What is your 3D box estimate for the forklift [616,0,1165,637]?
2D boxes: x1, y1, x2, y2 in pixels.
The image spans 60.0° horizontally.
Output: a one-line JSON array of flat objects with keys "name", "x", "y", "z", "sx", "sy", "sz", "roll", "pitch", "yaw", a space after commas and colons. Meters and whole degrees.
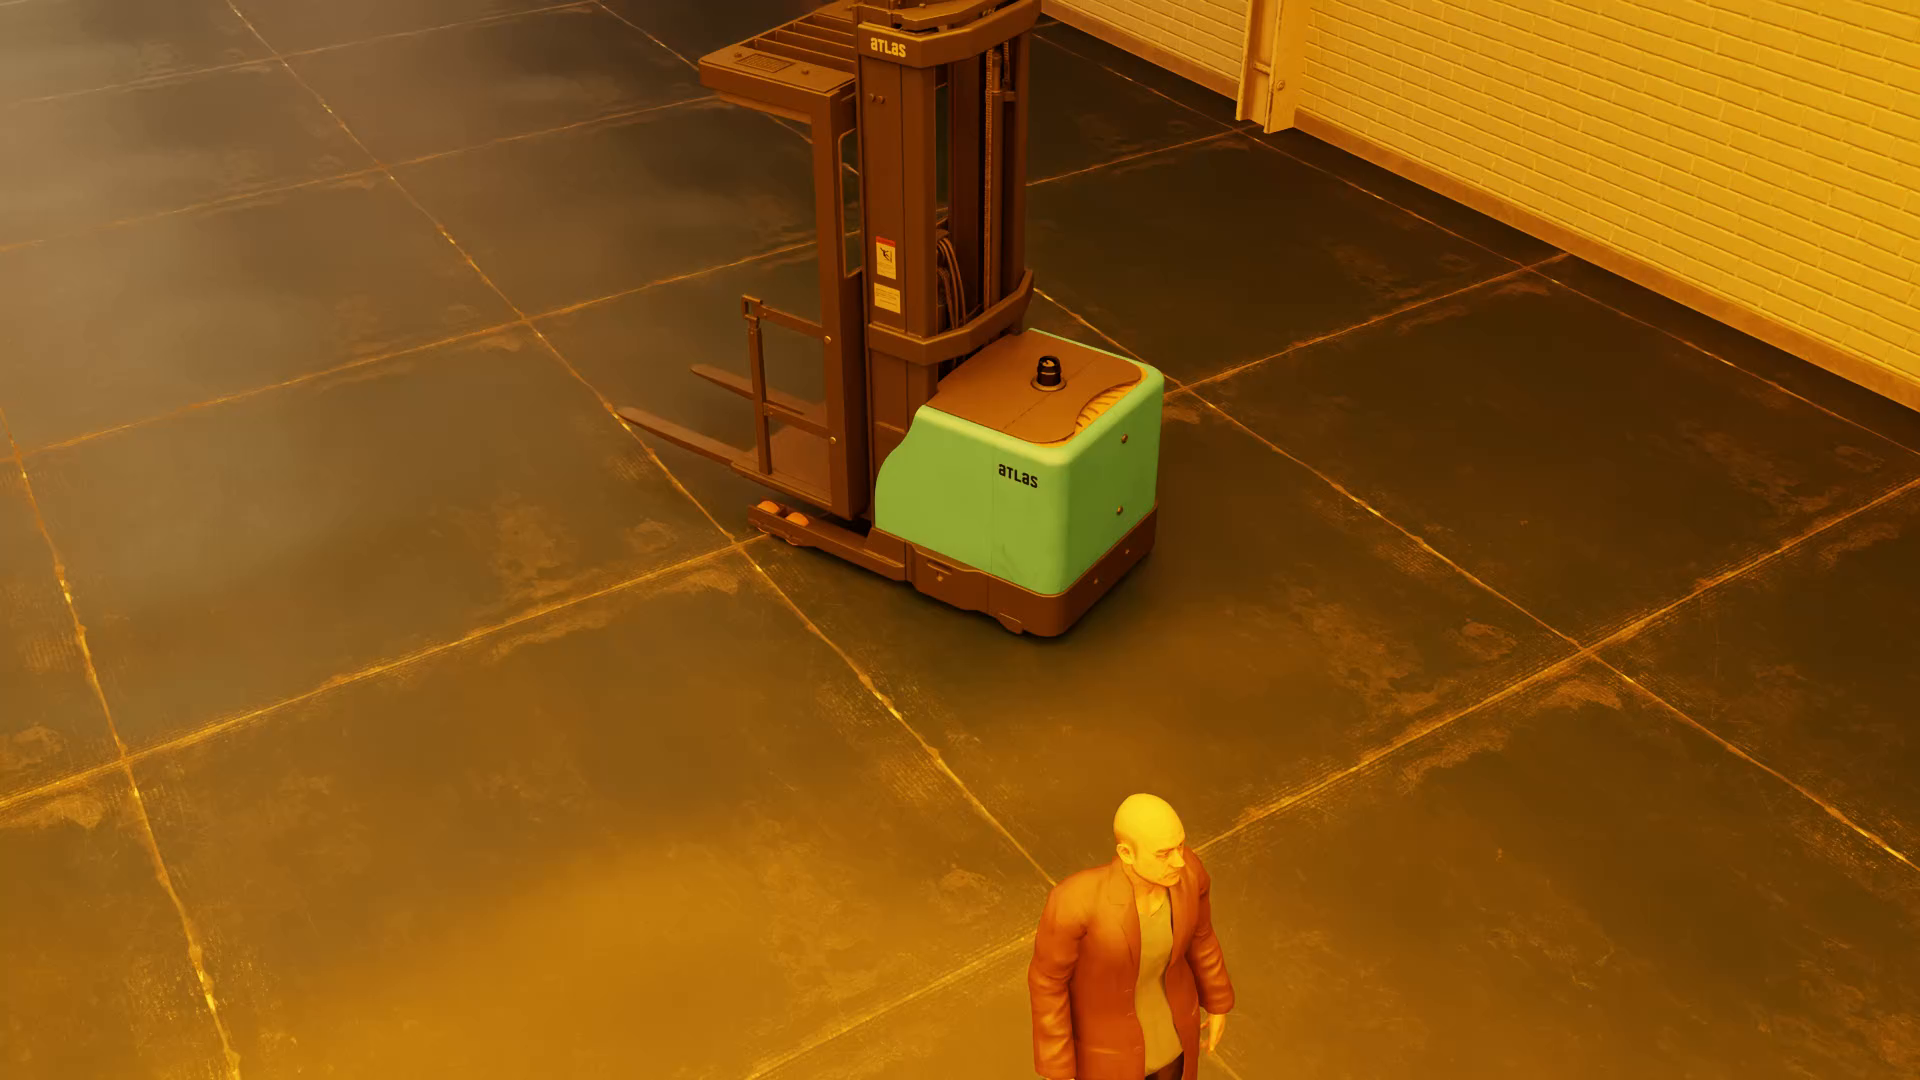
[{"name": "forklift", "x": -0.500, "y": -1.399, "z": 8.138, "sx": 3.031, "sy": 2.935, "sz": 1.130, "roll": 22, "pitch": 41, "yaw": 28}]

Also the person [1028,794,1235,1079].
[{"name": "person", "x": 0.565, "y": 1.541, "z": 4.944, "sx": 0.697, "sy": 1.775, "sz": 0.582, "roll": -18, "pitch": 39, "yaw": -24}]
